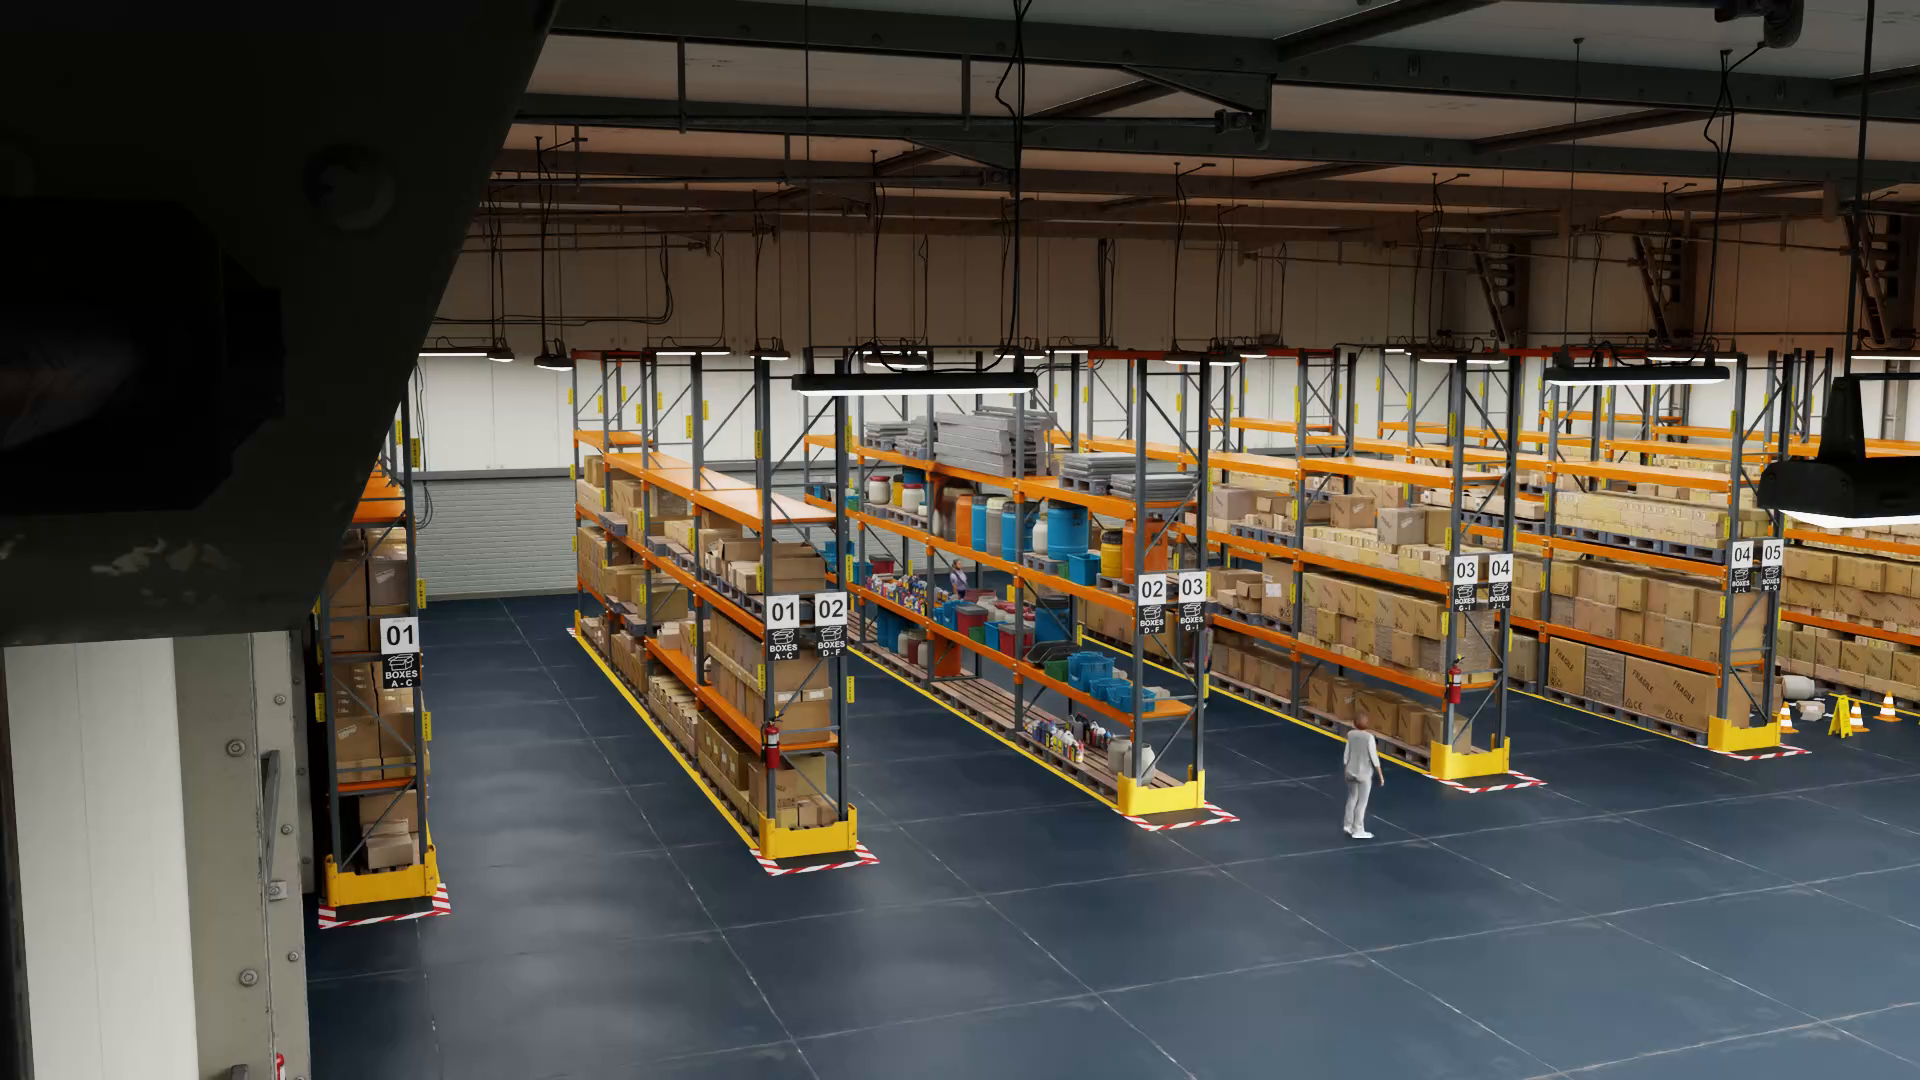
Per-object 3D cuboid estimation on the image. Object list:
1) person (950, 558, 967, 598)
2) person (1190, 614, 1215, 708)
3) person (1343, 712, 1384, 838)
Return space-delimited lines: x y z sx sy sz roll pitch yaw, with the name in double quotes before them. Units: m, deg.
"person" 0.003 1.211 34.821 0.347 1.678 0.657 3 8 22
"person" 4.102 2.056 28.181 0.487 1.613 0.434 -6 9 -39
"person" 5.053 2.979 20.893 0.331 1.636 0.501 -6 9 -41
